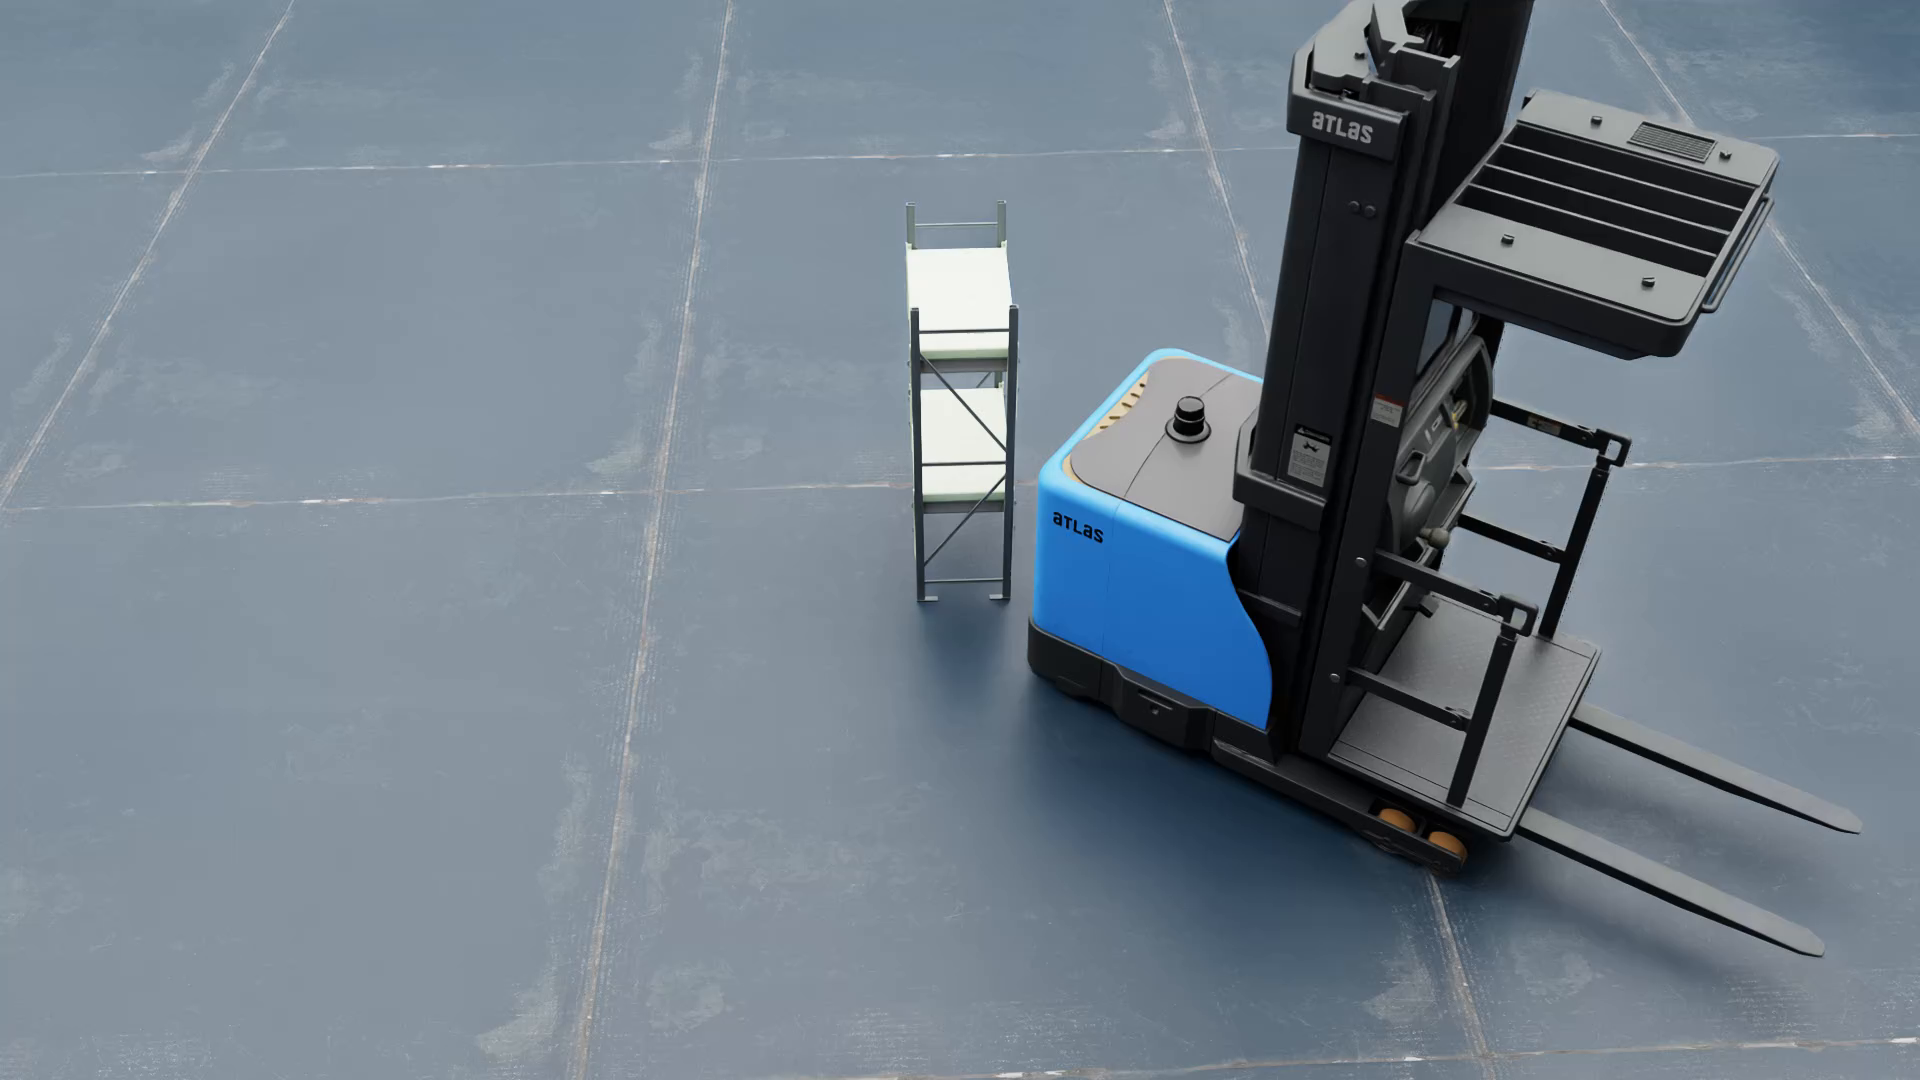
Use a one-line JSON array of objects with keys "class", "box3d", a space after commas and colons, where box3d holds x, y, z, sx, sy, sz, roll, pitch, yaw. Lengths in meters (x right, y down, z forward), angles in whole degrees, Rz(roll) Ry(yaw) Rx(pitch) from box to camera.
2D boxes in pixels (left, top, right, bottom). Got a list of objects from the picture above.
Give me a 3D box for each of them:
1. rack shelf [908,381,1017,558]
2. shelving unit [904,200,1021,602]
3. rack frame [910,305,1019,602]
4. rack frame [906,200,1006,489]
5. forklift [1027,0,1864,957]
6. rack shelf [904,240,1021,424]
[{"class": "rack shelf", "box3d": [0.000, -0.308, 7.108, 0.431, 0.370, 0.720, -2, 43, -2]}, {"class": "shelving unit", "box3d": [0.000, -0.548, 6.888, 0.431, 1.500, 0.755, -2, 43, -2]}, {"class": "rack frame", "box3d": [0.016, -0.301, 6.618, 0.400, 1.500, 0.023, -2, 43, -2]}, {"class": "rack frame", "box3d": [-0.015, -0.795, 7.158, 0.400, 1.500, 0.023, -2, 43, -2]}, {"class": "forklift", "box3d": [1.789, -0.268, 5.523, 3.031, 2.935, 1.130, 24, 48, 24]}, {"class": "rack shelf", "box3d": [0.000, -0.836, 6.624, 0.431, 0.370, 0.720, -2, 43, -2]}]
